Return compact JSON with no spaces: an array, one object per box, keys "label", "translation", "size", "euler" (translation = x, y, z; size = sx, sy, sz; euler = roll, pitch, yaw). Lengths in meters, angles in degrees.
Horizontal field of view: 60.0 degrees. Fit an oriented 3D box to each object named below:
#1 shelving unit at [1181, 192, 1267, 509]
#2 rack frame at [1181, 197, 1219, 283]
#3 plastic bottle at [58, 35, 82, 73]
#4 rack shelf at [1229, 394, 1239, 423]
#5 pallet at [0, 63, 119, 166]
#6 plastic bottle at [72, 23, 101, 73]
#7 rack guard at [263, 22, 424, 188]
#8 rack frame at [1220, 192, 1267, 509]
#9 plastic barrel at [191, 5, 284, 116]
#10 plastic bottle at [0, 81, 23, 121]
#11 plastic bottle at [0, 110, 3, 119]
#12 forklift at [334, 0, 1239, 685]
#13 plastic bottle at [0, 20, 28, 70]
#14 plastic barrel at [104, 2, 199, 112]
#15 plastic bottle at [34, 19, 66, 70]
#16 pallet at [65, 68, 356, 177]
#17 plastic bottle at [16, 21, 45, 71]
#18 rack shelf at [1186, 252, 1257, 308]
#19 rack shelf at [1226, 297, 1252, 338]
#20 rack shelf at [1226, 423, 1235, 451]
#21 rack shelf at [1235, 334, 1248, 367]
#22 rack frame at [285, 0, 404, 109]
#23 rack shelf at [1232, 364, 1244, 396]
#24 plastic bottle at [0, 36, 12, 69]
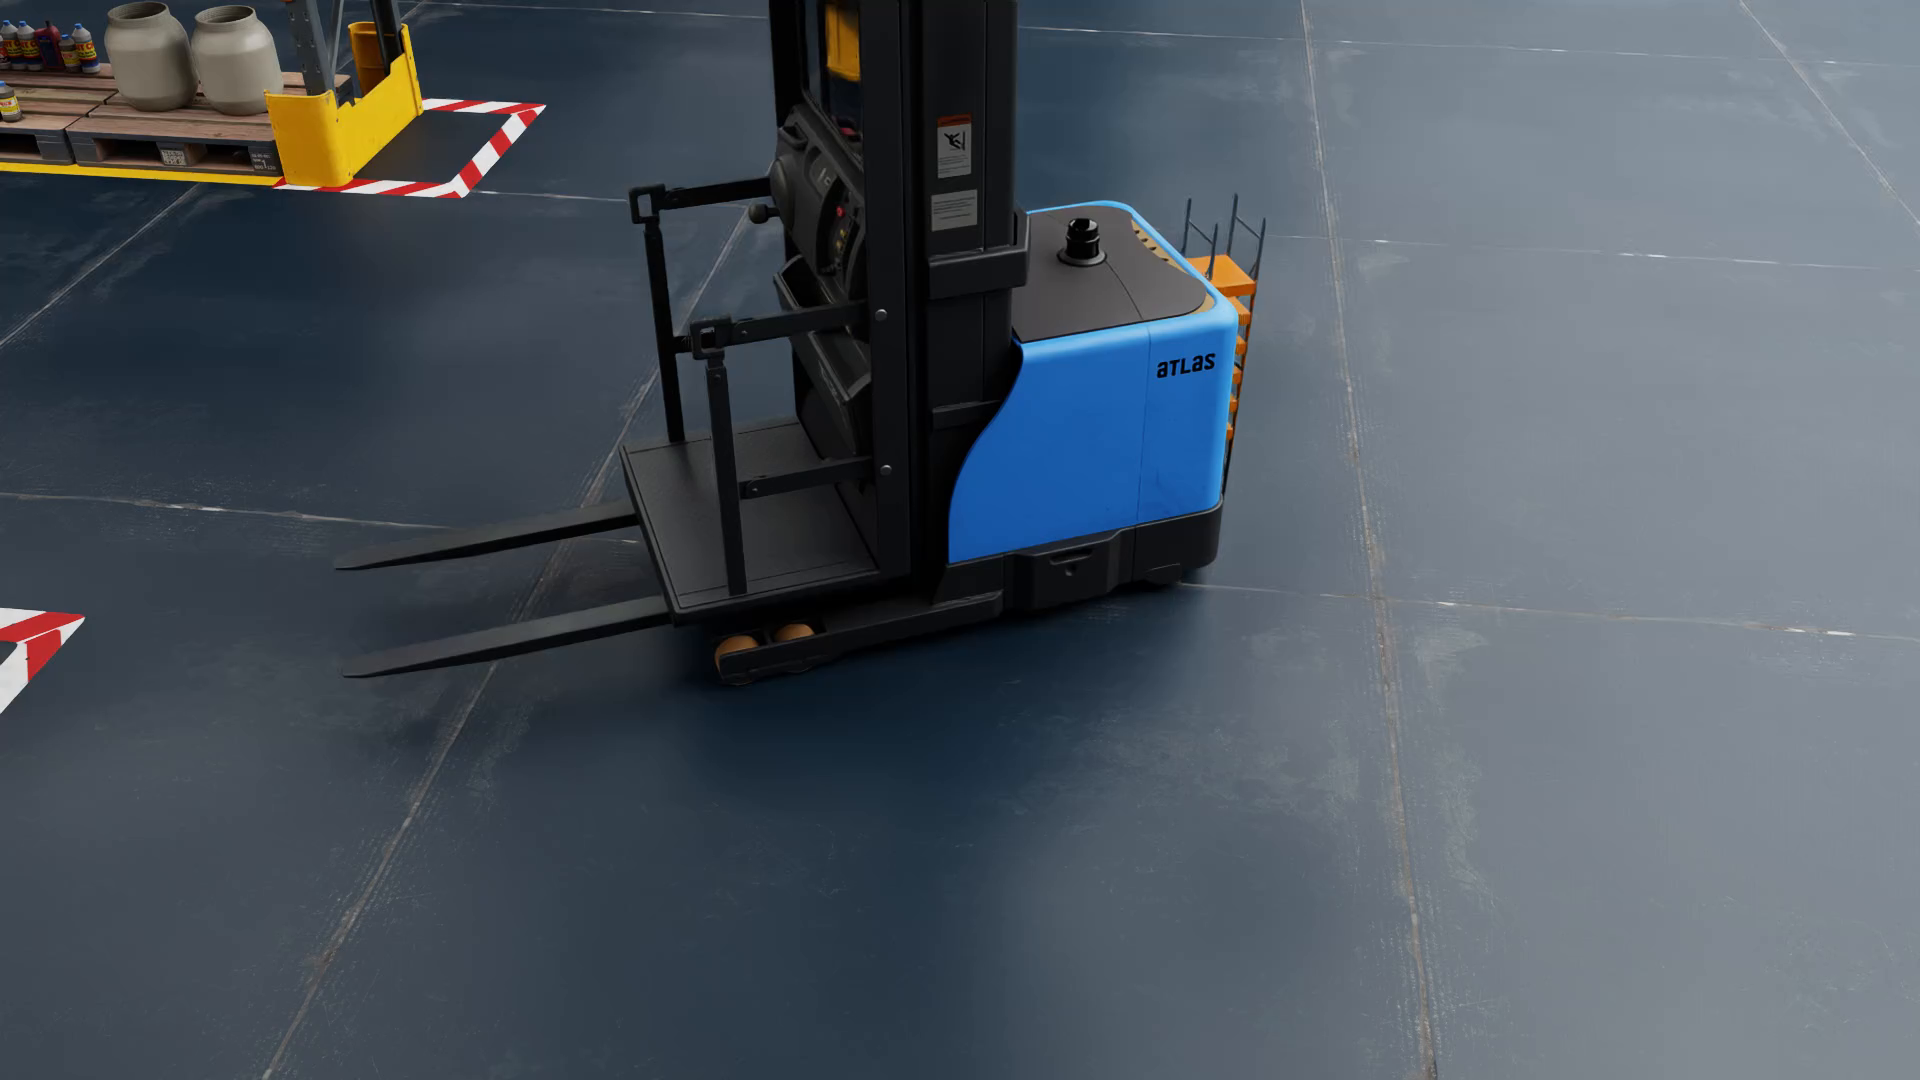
[{"label":"shelving unit","translation":[0.911,-0.666,6.144],"size":[0.189,1.200,0.258],"euler":[-9,36,-16]},{"label":"rack frame","translation":[0.824,-0.651,6.118],"size":[0.006,1.200,0.240],"euler":[-9,36,-16]},{"label":"plastic bottle","translation":[-5.173,-2.833,9.667],"size":[0.097,0.201,0.097],"euler":[0,36,0]},{"label":"rack shelf","translation":[0.905,-0.531,6.238],"size":[0.180,0.103,0.258],"euler":[-9,36,-16]},{"label":"pallet","translation":[-5.405,-2.470,9.529],"size":[1.213,0.211,1.003],"euler":[4,36,6]},{"label":"plastic bottle","translation":[-5.071,-2.854,9.636],"size":[0.097,0.271,0.097],"euler":[0,36,0]},{"label":"rack guard","translation":[-3.393,-2.432,9.228],"size":[0.348,0.500,1.175],"euler":[4,36,6]},{"label":"rack frame","translation":[0.998,-0.680,6.170],"size":[0.006,1.200,0.240],"euler":[-9,36,-16]},{"label":"plastic barrel","translation":[-3.975,-2.634,9.139],"size":[0.421,0.512,0.421],"euler":[0,36,0]},{"label":"plastic bottle","translation":[-5.190,-2.395,9.053],"size":[0.097,0.201,0.097],"euler":[0,36,0]},{"label":"plastic bottle","translation":[-5.308,-2.426,9.027],"size":[0.133,0.283,0.061],"euler":[5,36,7]},{"label":"forklift","translation":[-0.635,-1.053,5.202],"size":[3.031,2.935,1.130],"euler":[-12,37,-16]},{"label":"plastic bottle","translation":[-5.510,-2.886,9.682],"size":[0.097,0.271,0.097],"euler":[0,36,0]},{"label":"plastic barrel","translation":[-4.472,-2.671,9.191],"size":[0.421,0.512,0.421],"euler":[0,36,0]},{"label":"plastic bottle","translation":[-5.293,-2.886,9.671],"size":[0.133,0.283,0.061],"euler":[5,36,7]},{"label":"pallet","translation":[-4.199,-2.378,9.400],"size":[1.213,0.211,1.003],"euler":[4,36,6]},{"label":"plastic bottle","translation":[-5.411,-2.879,9.672],"size":[0.097,0.271,0.097],"euler":[0,36,0]},{"label":"rack shelf","translation":[0.922,-0.924,5.964],"size":[0.180,0.103,0.258],"euler":[-9,36,-16]},{"label":"rack shelf","translation":[0.918,-0.826,6.032],"size":[0.180,0.103,0.258],"euler":[-9,36,-16]},{"label":"rack shelf","translation":[0.901,-0.432,6.306],"size":[0.180,0.103,0.258],"euler":[-9,36,-16]},{"label":"rack shelf","translation":[0.914,-0.728,6.101],"size":[0.180,0.103,0.258],"euler":[-9,36,-16]},{"label":"rack frame","translation":[-3.312,-3.471,8.532],"size":[0.127,3.000,1.000],"euler":[4,36,6]},{"label":"rack shelf","translation":[0.909,-0.629,6.169],"size":[0.180,0.103,0.258],"euler":[-9,36,-16]},{"label":"plastic bottle","translation":[-5.608,-2.865,9.713],"size":[0.097,0.201,0.097],"euler":[0,36,0]}]
